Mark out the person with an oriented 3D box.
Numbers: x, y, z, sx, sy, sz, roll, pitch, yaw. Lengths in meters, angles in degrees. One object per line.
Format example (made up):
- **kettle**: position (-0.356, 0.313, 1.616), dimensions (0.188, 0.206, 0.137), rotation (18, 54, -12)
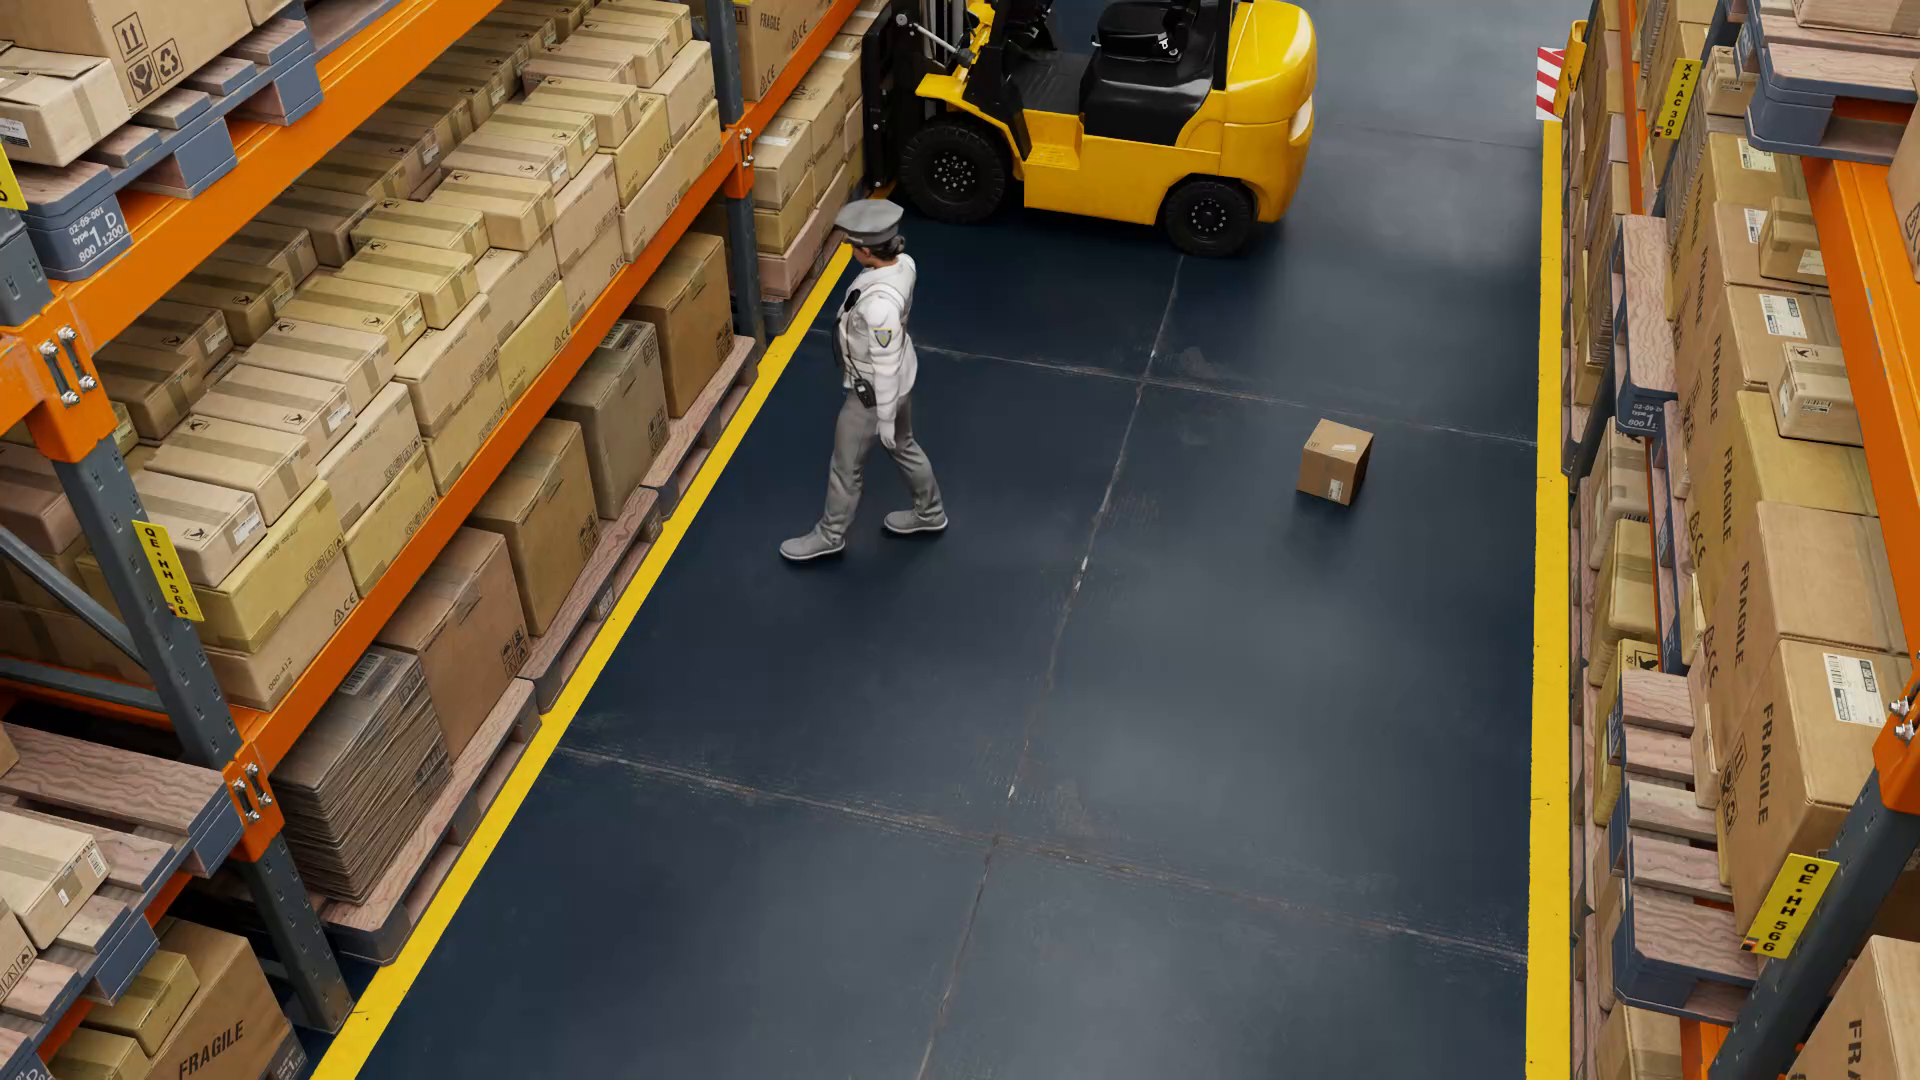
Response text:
- **person**: position (-0.415, -0.649, 6.878), dimensions (0.708, 1.646, 0.520), rotation (5, 42, 6)
